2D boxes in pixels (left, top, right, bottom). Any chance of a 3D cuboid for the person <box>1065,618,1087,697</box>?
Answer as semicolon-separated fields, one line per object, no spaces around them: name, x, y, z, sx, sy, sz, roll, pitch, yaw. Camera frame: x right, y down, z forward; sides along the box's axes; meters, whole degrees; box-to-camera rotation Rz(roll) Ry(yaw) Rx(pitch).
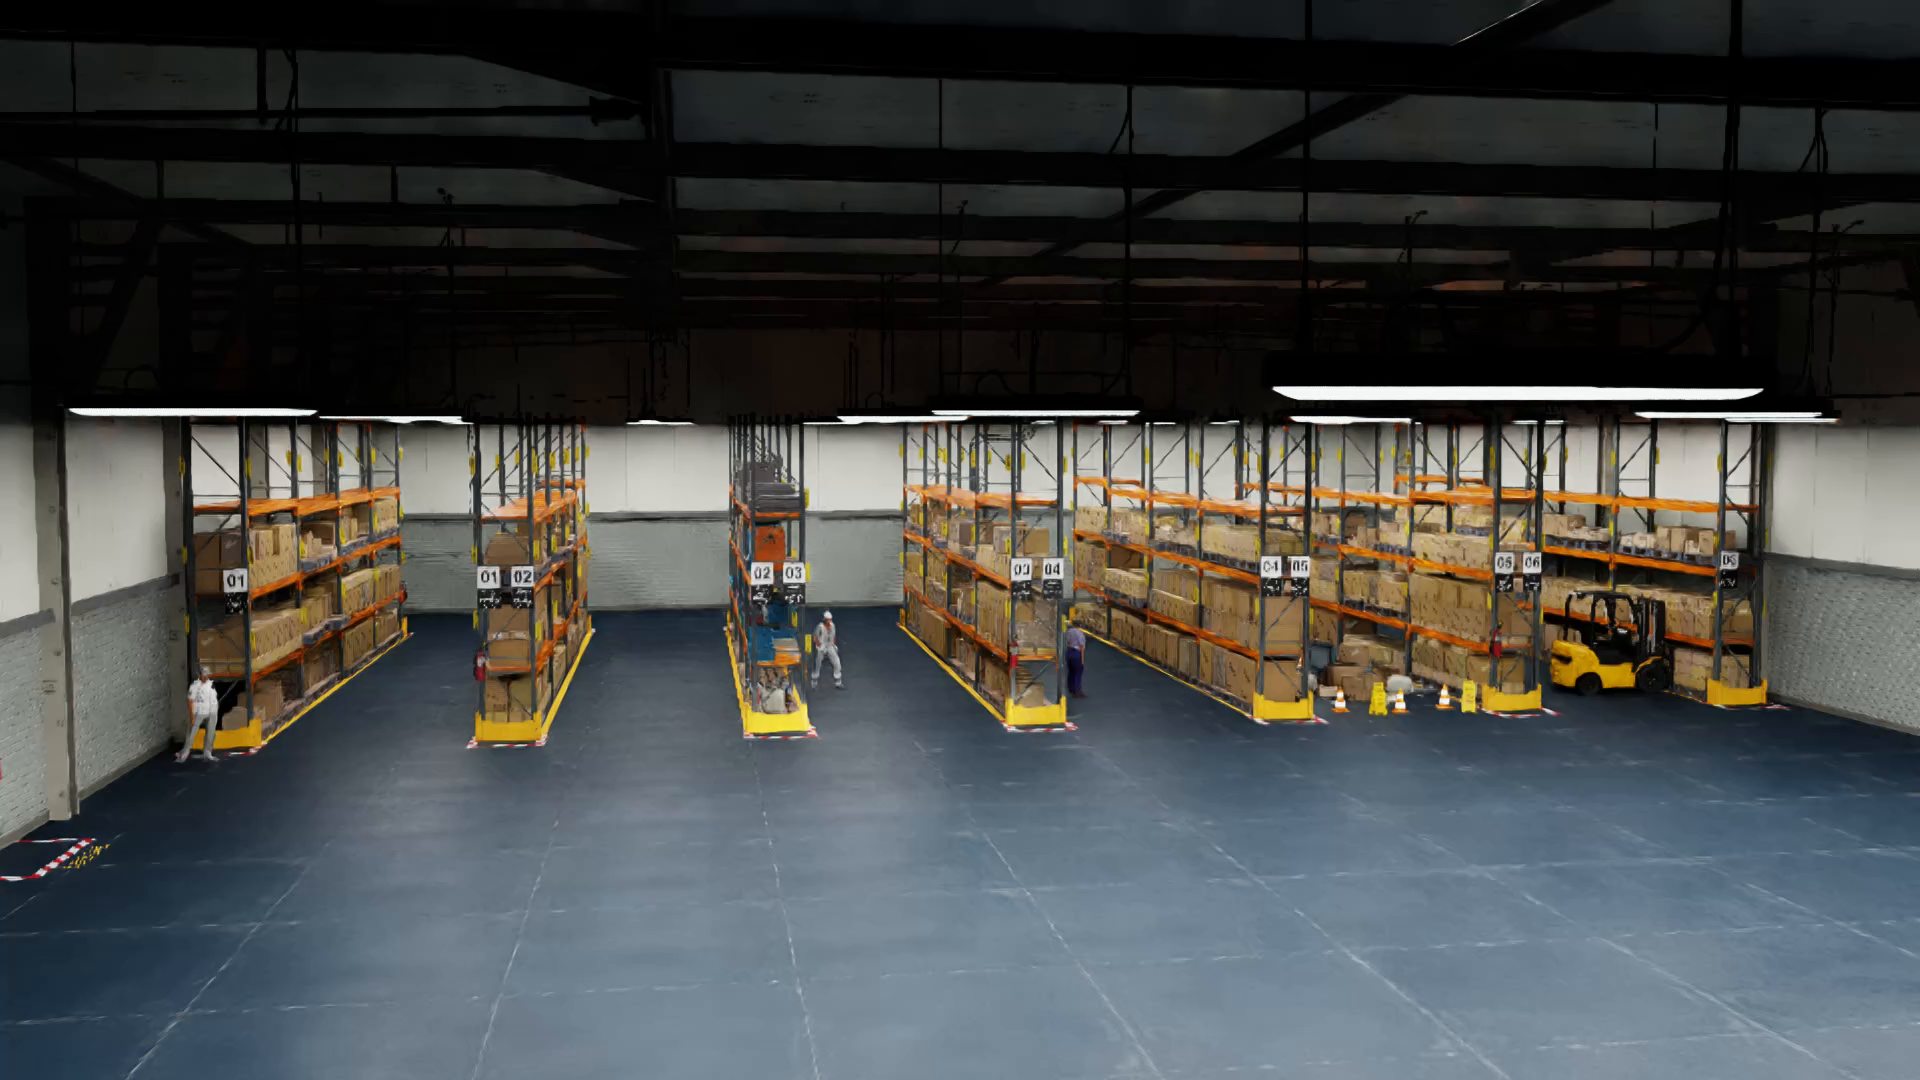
person;2.485;2.485;35.395;0.415;1.659;0.542;-3;5;-36

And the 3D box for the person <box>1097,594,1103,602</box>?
person;4.434;1.401;51.446;0.515;1.659;0.534;2;4;27

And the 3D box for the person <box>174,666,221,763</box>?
person;-13.021;2.974;28.351;0.508;1.658;0.712;3;5;37

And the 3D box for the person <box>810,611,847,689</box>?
person;-2.922;2.391;36.182;0.674;1.718;0.808;-2;4;-29

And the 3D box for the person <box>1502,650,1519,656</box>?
person;12.272;2.321;37.374;0.419;1.720;0.569;-3;5;-36
